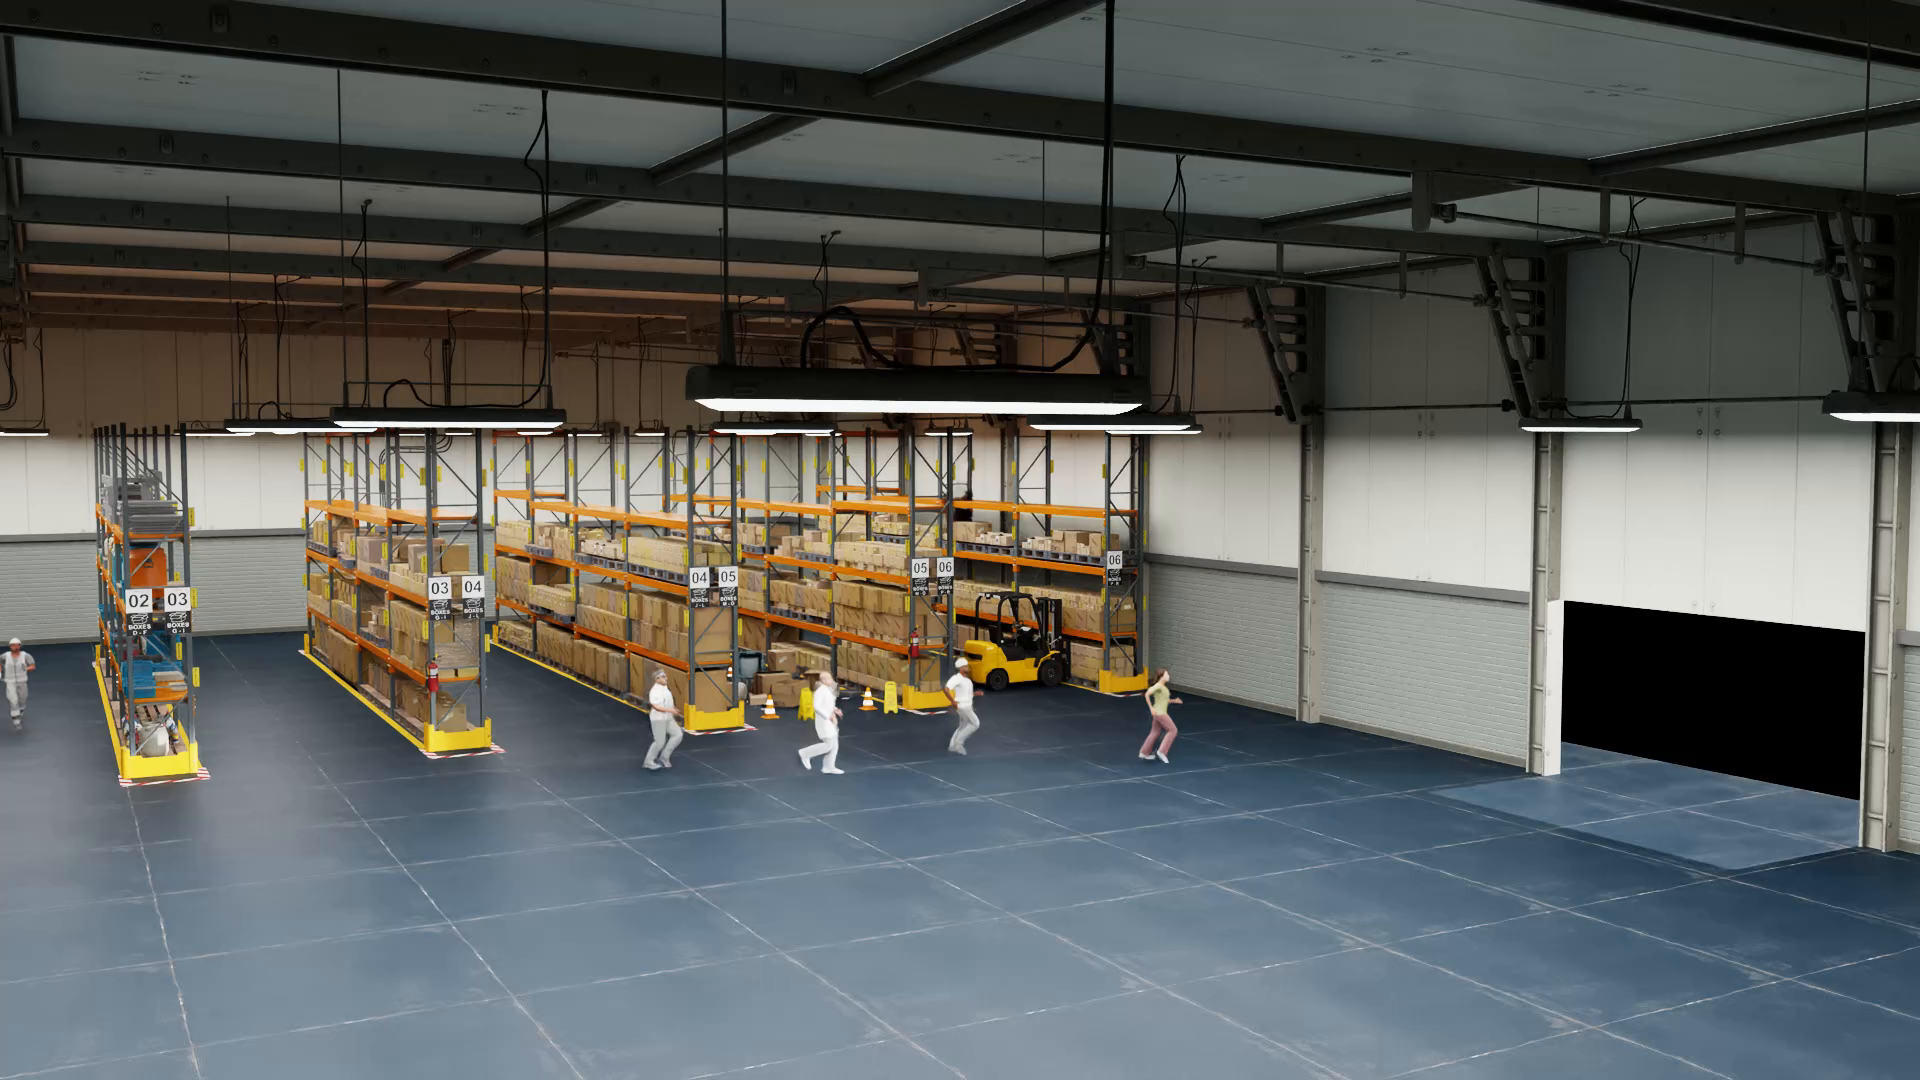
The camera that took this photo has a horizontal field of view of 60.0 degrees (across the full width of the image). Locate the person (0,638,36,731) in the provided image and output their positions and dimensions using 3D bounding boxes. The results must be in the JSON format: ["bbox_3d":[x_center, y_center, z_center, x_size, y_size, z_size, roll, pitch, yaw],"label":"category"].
[{"bbox_3d":[-18.568,2.810,32.728,0.662,1.777,1.004,-2,4,-34],"label":"person"}]

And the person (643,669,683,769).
[{"bbox_3d":[-5.143,3.110,28.820,0.674,1.791,0.668,1,4,12],"label":"person"}]

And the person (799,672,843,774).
[{"bbox_3d":[-2.369,3.132,28.517,0.744,1.760,0.712,0,3,7],"label":"person"}]

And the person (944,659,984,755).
[{"bbox_3d":[0.099,3.016,30.125,0.667,1.740,0.684,1,4,13],"label":"person"}]

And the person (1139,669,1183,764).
[{"bbox_3d":[3.542,3.109,29.385,0.773,1.686,0.541,1,4,10],"label":"person"}]
